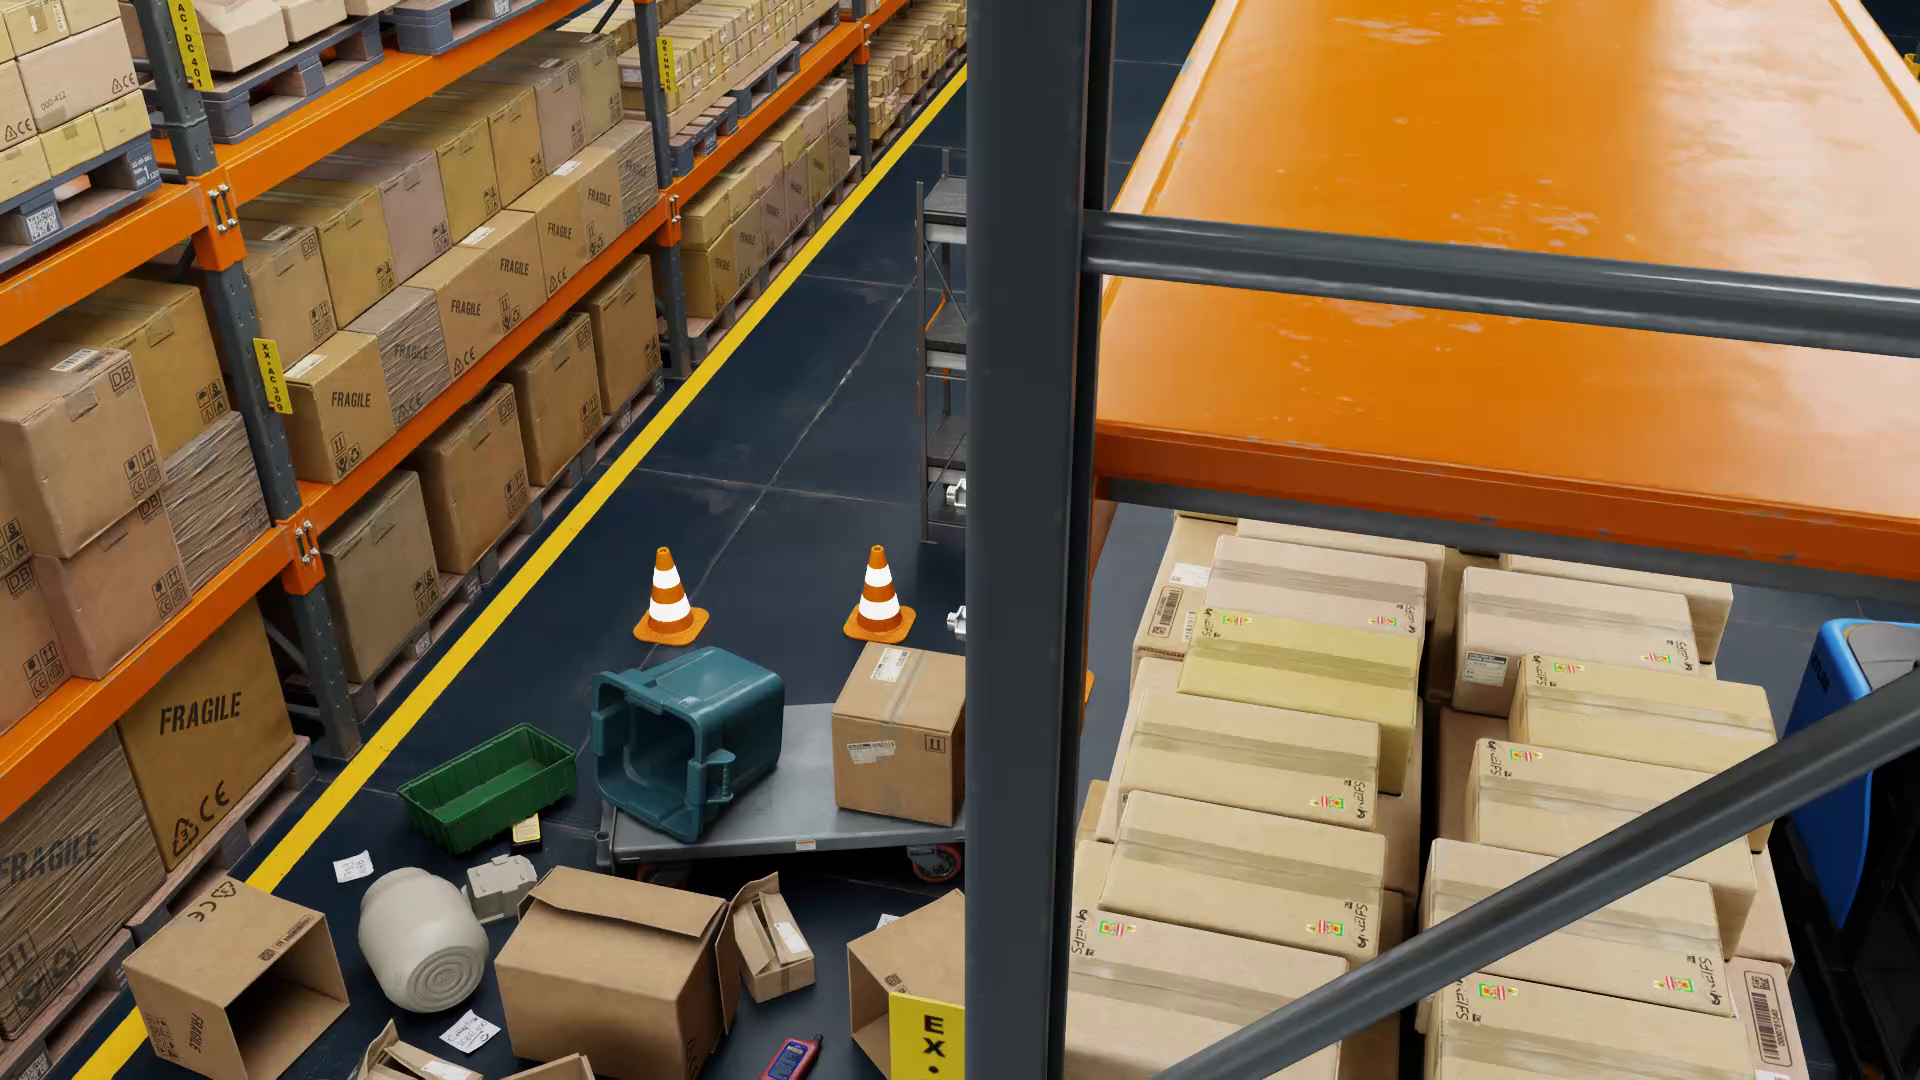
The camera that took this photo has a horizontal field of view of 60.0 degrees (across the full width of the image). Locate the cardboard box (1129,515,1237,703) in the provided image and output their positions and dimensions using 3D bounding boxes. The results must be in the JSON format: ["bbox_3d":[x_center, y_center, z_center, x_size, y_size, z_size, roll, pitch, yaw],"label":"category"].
[{"bbox_3d":[0.628,0.204,3.270,0.500,0.250,0.500,9,34,14],"label":"cardboard box"}]

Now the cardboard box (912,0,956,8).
[{"bbox_3d":[-0.259,-5.353,16.655,0.380,0.149,0.250,9,33,13],"label":"cardboard box"}]

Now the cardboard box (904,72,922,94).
[{"bbox_3d":[-0.572,-4.282,15.525,0.380,0.149,0.250,7,33,11],"label":"cardboard box"}]

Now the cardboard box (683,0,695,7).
[{"bbox_3d":[-2.138,-3.993,12.093,0.380,0.149,0.250,9,34,14],"label":"cardboard box"}]

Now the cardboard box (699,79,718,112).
[{"bbox_3d":[-1.836,-2.963,11.028,0.380,0.149,0.250,10,34,15],"label":"cardboard box"}]

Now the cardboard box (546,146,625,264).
[{"bbox_3d":[-2.263,-1.921,9.453,0.500,0.500,0.500,8,33,12],"label":"cardboard box"}]

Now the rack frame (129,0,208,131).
[{"bbox_3d":[-3.296,-2.864,5.437,1.000,3.000,0.127,8,33,12],"label":"rack frame"}]

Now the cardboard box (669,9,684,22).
[{"bbox_3d":[-2.205,-3.727,11.952,0.380,0.149,0.250,7,33,11],"label":"cardboard box"}]

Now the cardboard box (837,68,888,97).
[{"bbox_3d":[-0.851,-3.994,14.518,0.380,0.149,0.250,10,34,15],"label":"cardboard box"}]

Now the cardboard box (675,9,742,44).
[{"bbox_3d":[-1.709,-3.488,11.299,0.380,0.149,0.250,10,34,15],"label":"cardboard box"}]

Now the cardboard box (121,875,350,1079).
[{"bbox_3d":[-2.697,1.667,6.230,0.500,0.500,0.500,14,35,21],"label":"cardboard box"}]

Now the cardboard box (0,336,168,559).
[{"bbox_3d":[-3.450,-0.363,5.949,0.875,0.550,0.550,8,33,12],"label":"cardboard box"}]

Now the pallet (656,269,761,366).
[{"bbox_3d":[-2.081,-1.636,11.697,1.003,0.211,1.213,8,33,12],"label":"pallet"}]

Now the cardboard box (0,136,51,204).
[{"bbox_3d":[-3.207,-1.214,5.387,0.380,0.149,0.250,9,33,13],"label":"cardboard box"}]

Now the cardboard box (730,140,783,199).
[{"bbox_3d":[-1.605,-2.690,11.995,0.500,0.250,0.500,8,33,13],"label":"cardboard box"}]

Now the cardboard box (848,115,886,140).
[{"bbox_3d":[-0.862,-3.603,14.457,0.380,0.149,0.250,7,33,10],"label":"cardboard box"}]

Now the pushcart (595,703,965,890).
[{"bbox_3d":[-0.700,1.111,7.220,1.648,0.377,0.936,-3,33,-4],"label":"pushcart"}]

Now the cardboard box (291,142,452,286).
[{"bbox_3d":[-2.918,-1.584,7.991,0.700,0.500,0.500,8,33,13],"label":"cardboard box"}]

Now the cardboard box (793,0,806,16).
[{"bbox_3d":[-1.372,-4.039,12.443,0.380,0.149,0.250,7,33,11],"label":"cardboard box"}]

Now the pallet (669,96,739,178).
[{"bbox_3d":[-2.203,-2.711,10.968,1.213,0.211,1.003,8,33,12],"label":"pallet"}]

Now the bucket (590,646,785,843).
[{"bbox_3d":[-1.100,0.792,6.912,0.726,0.611,0.620,20,28,29],"label":"bucket"}]

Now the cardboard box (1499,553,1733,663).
[{"bbox_3d":[1.213,0.071,3.106,0.380,0.149,0.250,9,34,14],"label":"cardboard box"}]

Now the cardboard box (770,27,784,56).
[{"bbox_3d":[-1.502,-3.645,12.101,0.380,0.149,0.250,9,34,14],"label":"cardboard box"}]

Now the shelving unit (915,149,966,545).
[{"bbox_3d":[0.042,-0.972,8.892,0.431,2.100,0.503,8,33,12],"label":"shelving unit"}]

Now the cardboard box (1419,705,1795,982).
[{"bbox_3d":[1.025,0.552,2.722,0.500,0.250,0.500,8,33,12],"label":"cardboard box"}]

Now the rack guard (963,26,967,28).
[{"bbox_3d":[-0.270,-5.465,17.450,1.175,0.500,0.348,8,33,12],"label":"rack guard"}]

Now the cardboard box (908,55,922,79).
[{"bbox_3d":[-0.571,-4.404,15.440,0.380,0.149,0.250,8,33,12],"label":"cardboard box"}]

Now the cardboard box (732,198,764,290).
[{"bbox_3d":[-1.730,-2.124,11.803,0.500,0.500,0.500,8,33,13],"label":"cardboard box"}]

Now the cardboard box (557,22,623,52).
[{"bbox_3d":[-2.467,-3.313,11.023,0.380,0.149,0.250,9,34,14],"label":"cardboard box"}]

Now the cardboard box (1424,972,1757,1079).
[{"bbox_3d":[0.790,0.712,2.099,0.380,0.149,0.250,8,33,12],"label":"cardboard box"}]

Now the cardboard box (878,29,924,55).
[{"bbox_3d":[-0.556,-4.667,15.576,0.380,0.149,0.250,8,33,13],"label":"cardboard box"}]

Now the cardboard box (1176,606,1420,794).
[{"bbox_3d":[0.567,0.265,2.802,0.380,0.149,0.250,8,33,13],"label":"cardboard box"}]

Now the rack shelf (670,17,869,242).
[{"bbox_3d":[-1.773,-3.142,12.137,1.077,0.370,4.000,8,33,12],"label":"rack shelf"}]

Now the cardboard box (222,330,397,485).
[{"bbox_3d":[-2.902,-0.611,7.391,0.500,0.500,0.500,8,33,13],"label":"cardboard box"}]

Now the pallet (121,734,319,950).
[{"bbox_3d":[-3.564,1.228,7.191,1.003,0.211,1.213,8,33,12],"label":"pallet"}]

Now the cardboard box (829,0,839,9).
[{"bbox_3d":[-1.175,-4.322,13.165,0.380,0.149,0.250,7,33,11],"label":"cardboard box"}]

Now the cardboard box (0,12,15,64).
[{"bbox_3d":[-3.209,-1.553,5.178,0.380,0.149,0.250,8,33,12],"label":"cardboard box"}]

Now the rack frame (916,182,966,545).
[{"bbox_3d":[-0.020,-0.845,8.692,0.400,2.100,0.015,8,33,12],"label":"rack frame"}]

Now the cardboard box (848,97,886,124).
[{"bbox_3d":[-0.864,-3.728,14.376,0.380,0.149,0.250,10,34,15],"label":"cardboard box"}]

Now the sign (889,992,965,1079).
[{"bbox_3d":[-0.029,0.639,1.897,0.100,0.325,0.005,8,33,12],"label":"sign"}]

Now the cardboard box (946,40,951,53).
[{"bbox_3d":[-0.300,-4.959,16.591,0.380,0.149,0.250,8,33,12],"label":"cardboard box"}]

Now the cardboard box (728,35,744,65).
[{"bbox_3d":[-1.705,-3.368,11.388,0.380,0.149,0.250,8,33,12],"label":"cardboard box"}]

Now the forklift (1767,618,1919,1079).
[{"bbox_3d":[3.811,0.800,5.329,1.130,2.935,3.031,5,33,7],"label":"forklift"}]

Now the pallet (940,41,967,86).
[{"bbox_3d":[-0.510,-4.926,16.872,1.003,0.211,1.213,8,33,12],"label":"pallet"}]

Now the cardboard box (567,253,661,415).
[{"bbox_3d":[-2.522,-1.332,10.325,1.050,0.750,0.750,8,33,12],"label":"cardboard box"}]

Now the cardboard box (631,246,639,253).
[{"bbox_3d":[-2.367,-1.907,11.463,0.500,0.500,0.500,8,33,12],"label":"cardboard box"}]

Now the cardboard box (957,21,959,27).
[{"bbox_3d":[-0.227,-5.218,16.720,0.380,0.149,0.250,7,33,11],"label":"cardboard box"}]
